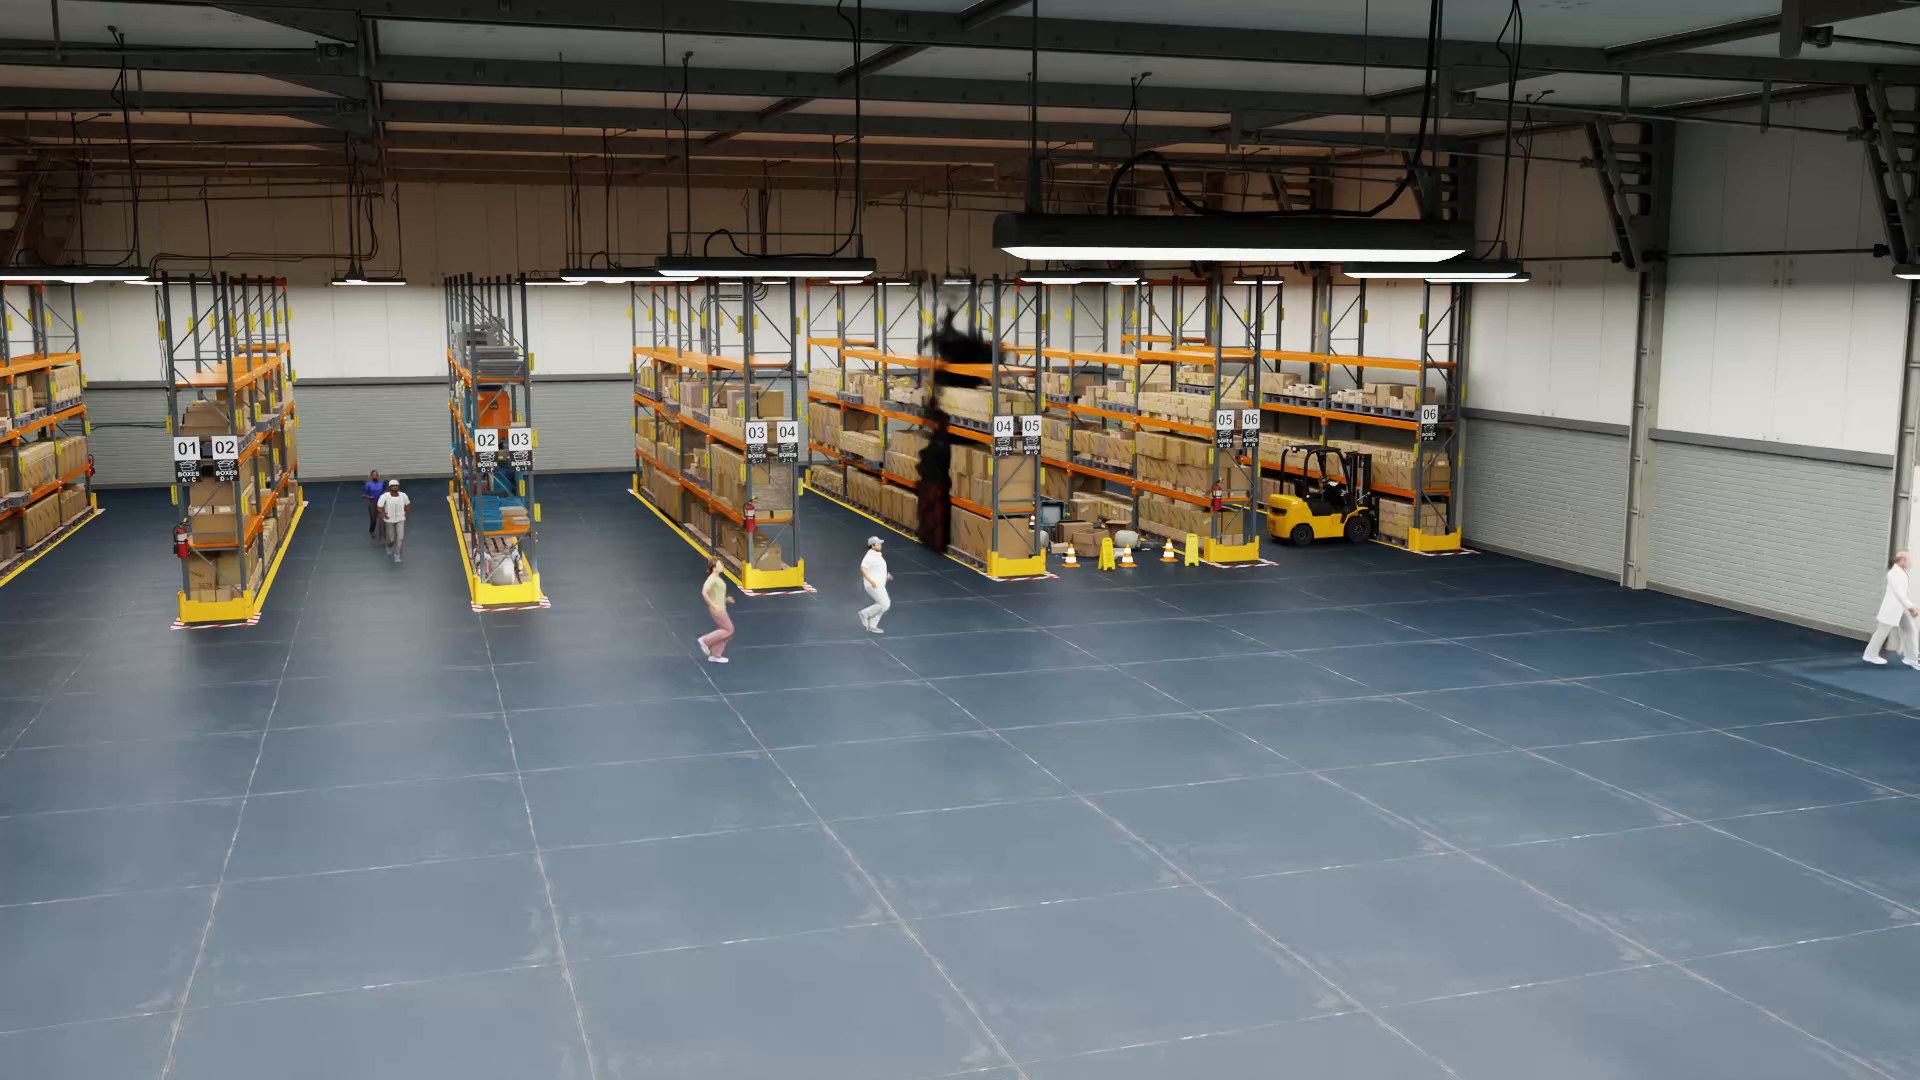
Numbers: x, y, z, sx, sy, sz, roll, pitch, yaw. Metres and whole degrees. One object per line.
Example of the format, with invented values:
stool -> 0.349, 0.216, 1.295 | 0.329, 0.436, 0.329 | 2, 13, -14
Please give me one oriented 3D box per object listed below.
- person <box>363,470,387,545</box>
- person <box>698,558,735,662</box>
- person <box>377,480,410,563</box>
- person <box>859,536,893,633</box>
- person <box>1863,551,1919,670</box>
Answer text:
person -> -13.173, -0.755, 37.533 | 0.581, 1.658, 0.920 | -5, 10, -31
person -> -3.749, 1.082, 25.610 | 0.550, 1.630, 0.588 | 0, 9, 0
person -> -11.897, -0.411, 35.014 | 0.697, 1.743, 0.768 | -5, 10, -31
person -> -1.397, 0.750, 27.825 | 0.531, 1.630, 0.614 | 1, 9, 9
person -> 14.293, 1.067, 25.289 | 0.618, 1.804, 0.885 | -8, 12, -42
